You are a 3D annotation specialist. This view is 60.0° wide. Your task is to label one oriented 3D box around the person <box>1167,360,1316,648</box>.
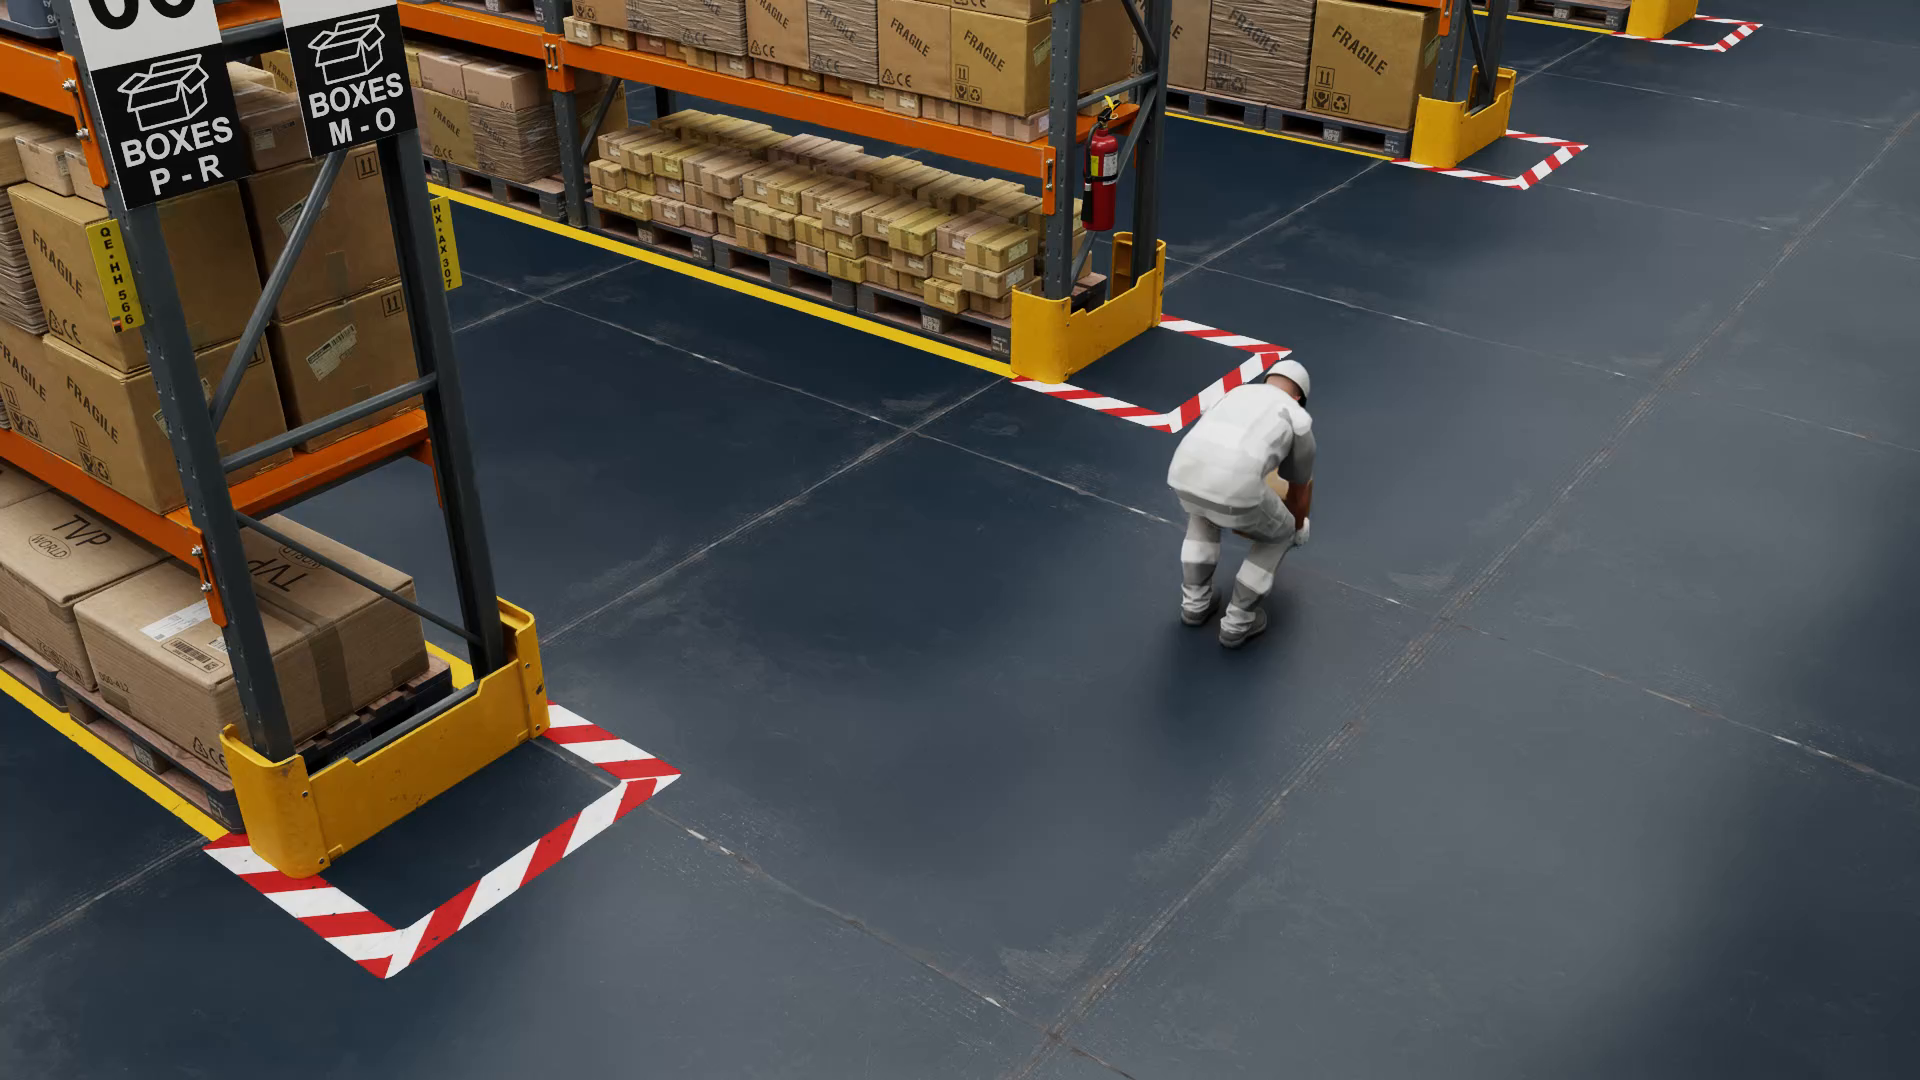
[{"bbox_3d":[1.221,-0.153,7.101,0.522,1.039,0.958,19,36,29],"label":"person"}]
